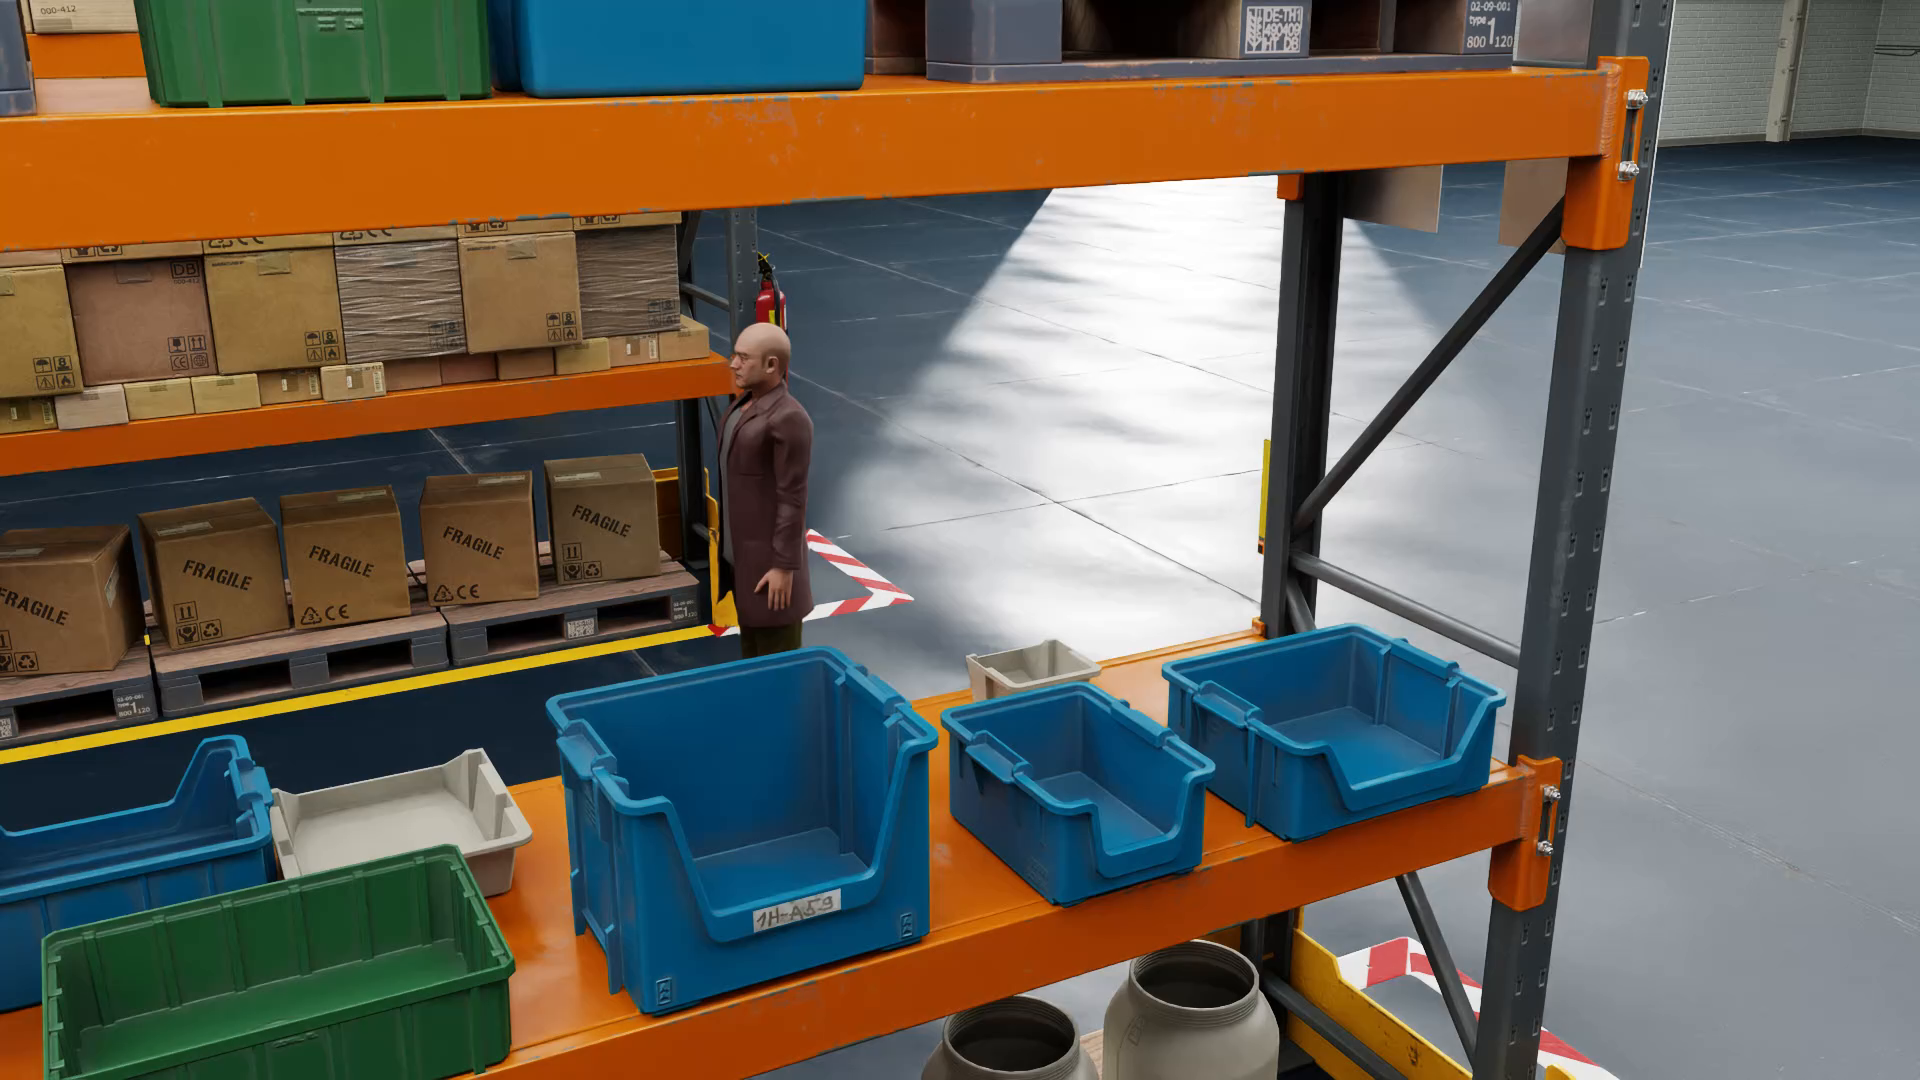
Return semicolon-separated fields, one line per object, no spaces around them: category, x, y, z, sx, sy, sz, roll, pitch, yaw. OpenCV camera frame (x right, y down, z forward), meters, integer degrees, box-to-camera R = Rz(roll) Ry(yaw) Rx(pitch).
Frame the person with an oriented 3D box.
person;-0.768;0.059;6.363;0.398;1.783;0.578;-9;20;-26
